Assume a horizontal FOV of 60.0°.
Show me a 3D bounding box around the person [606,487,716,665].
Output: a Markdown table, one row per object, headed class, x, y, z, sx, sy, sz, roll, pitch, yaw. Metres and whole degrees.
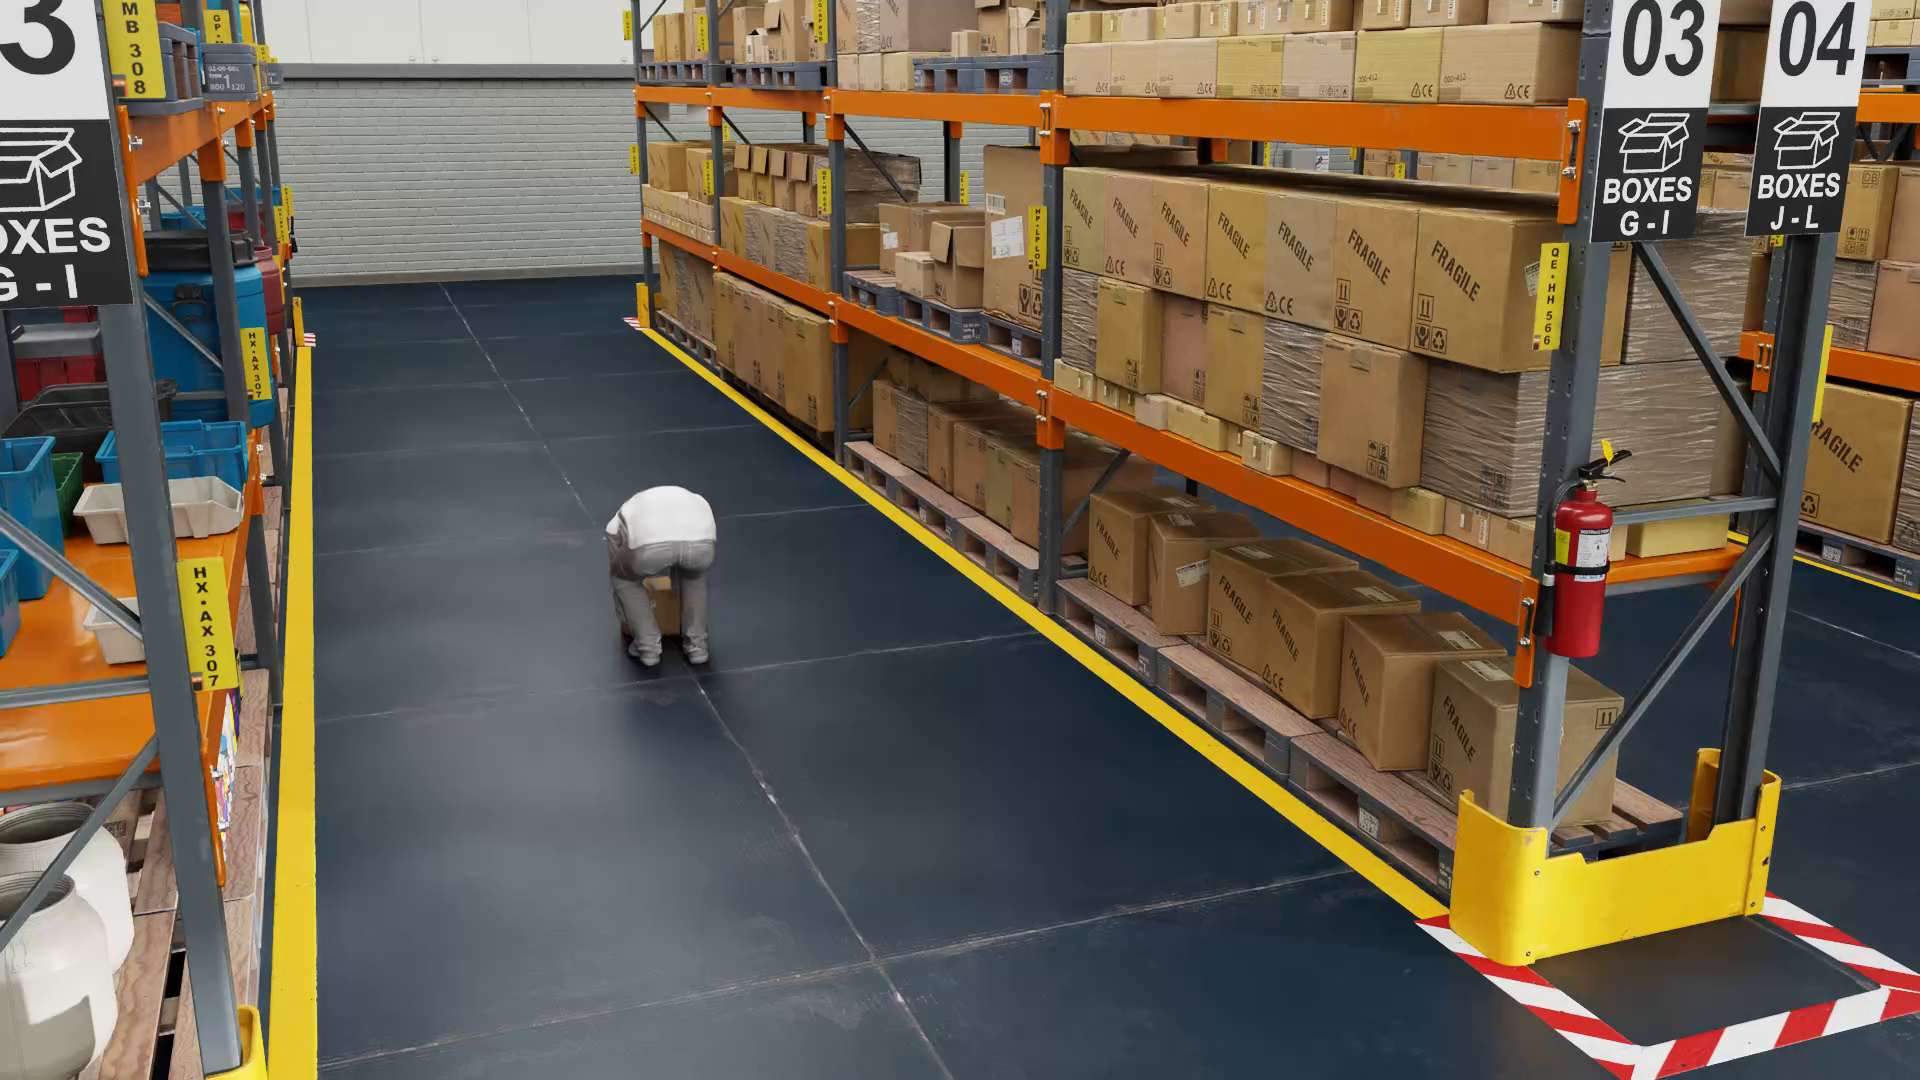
| class | x | y | z | sx | sy | sz | roll | pitch | yaw |
| --- | --- | --- | --- | --- | --- | --- | --- | --- | --- |
| person | -1.570 | 0.132 | 8.632 | 0.505 | 0.915 | 0.999 | -7 | 17 | -23 |
